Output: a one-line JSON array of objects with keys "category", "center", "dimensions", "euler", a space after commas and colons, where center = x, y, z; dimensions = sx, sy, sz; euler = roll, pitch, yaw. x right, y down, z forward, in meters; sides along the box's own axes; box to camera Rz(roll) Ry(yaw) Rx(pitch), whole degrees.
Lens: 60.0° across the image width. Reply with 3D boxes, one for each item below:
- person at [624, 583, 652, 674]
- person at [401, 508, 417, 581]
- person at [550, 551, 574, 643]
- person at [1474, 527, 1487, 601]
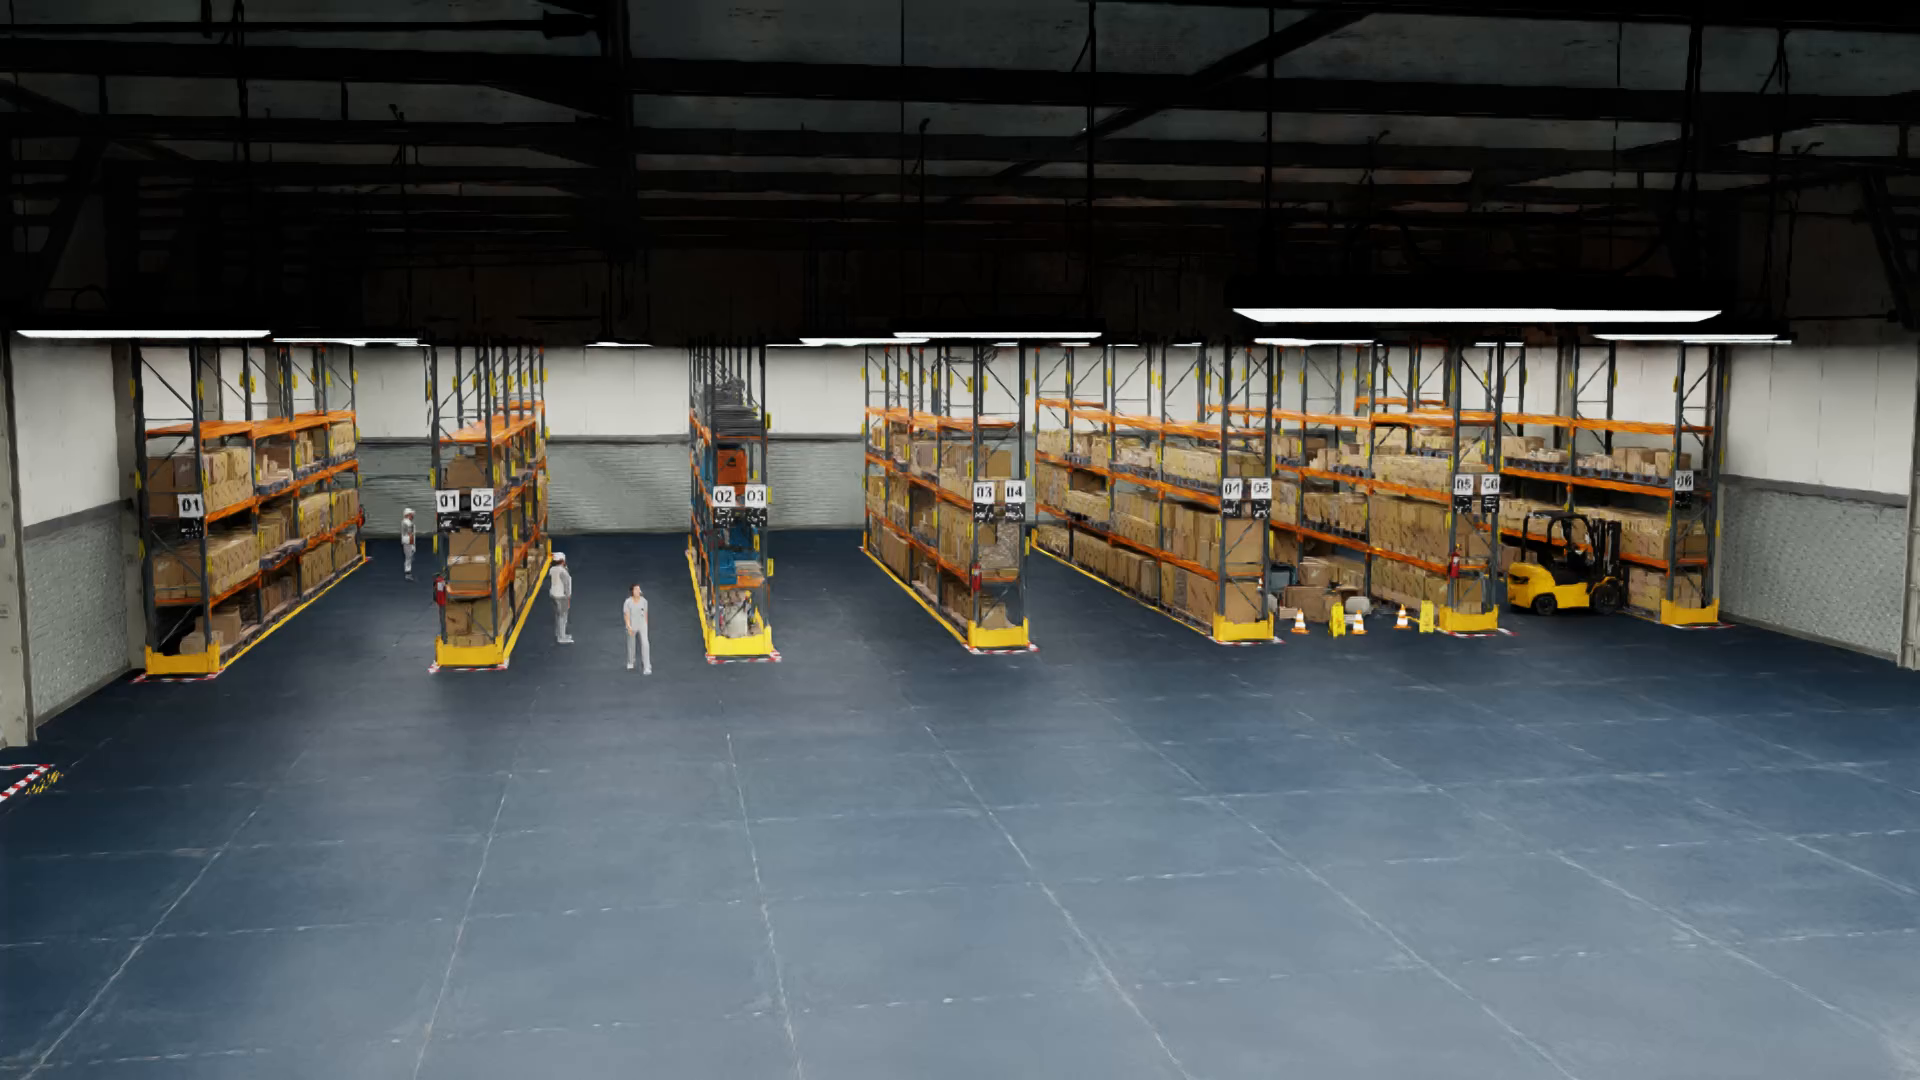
[{"category": "person", "center": [-5.727, 1.547, 29.413], "dimensions": [0.444, 1.604, 1.016], "euler": [-2, 7, -19]}, {"category": "person", "center": [-13.620, 0.097, 41.182], "dimensions": [0.400, 1.794, 0.649], "euler": [-4, 8, -33]}, {"category": "person", "center": [-7.770, 1.106, 32.525], "dimensions": [0.436, 1.780, 0.582], "euler": [-6, 9, -42]}, {"category": "person", "center": [11.760, 0.555, 37.806], "dimensions": [0.455, 1.677, 0.525], "euler": [2, 7, 19]}]
